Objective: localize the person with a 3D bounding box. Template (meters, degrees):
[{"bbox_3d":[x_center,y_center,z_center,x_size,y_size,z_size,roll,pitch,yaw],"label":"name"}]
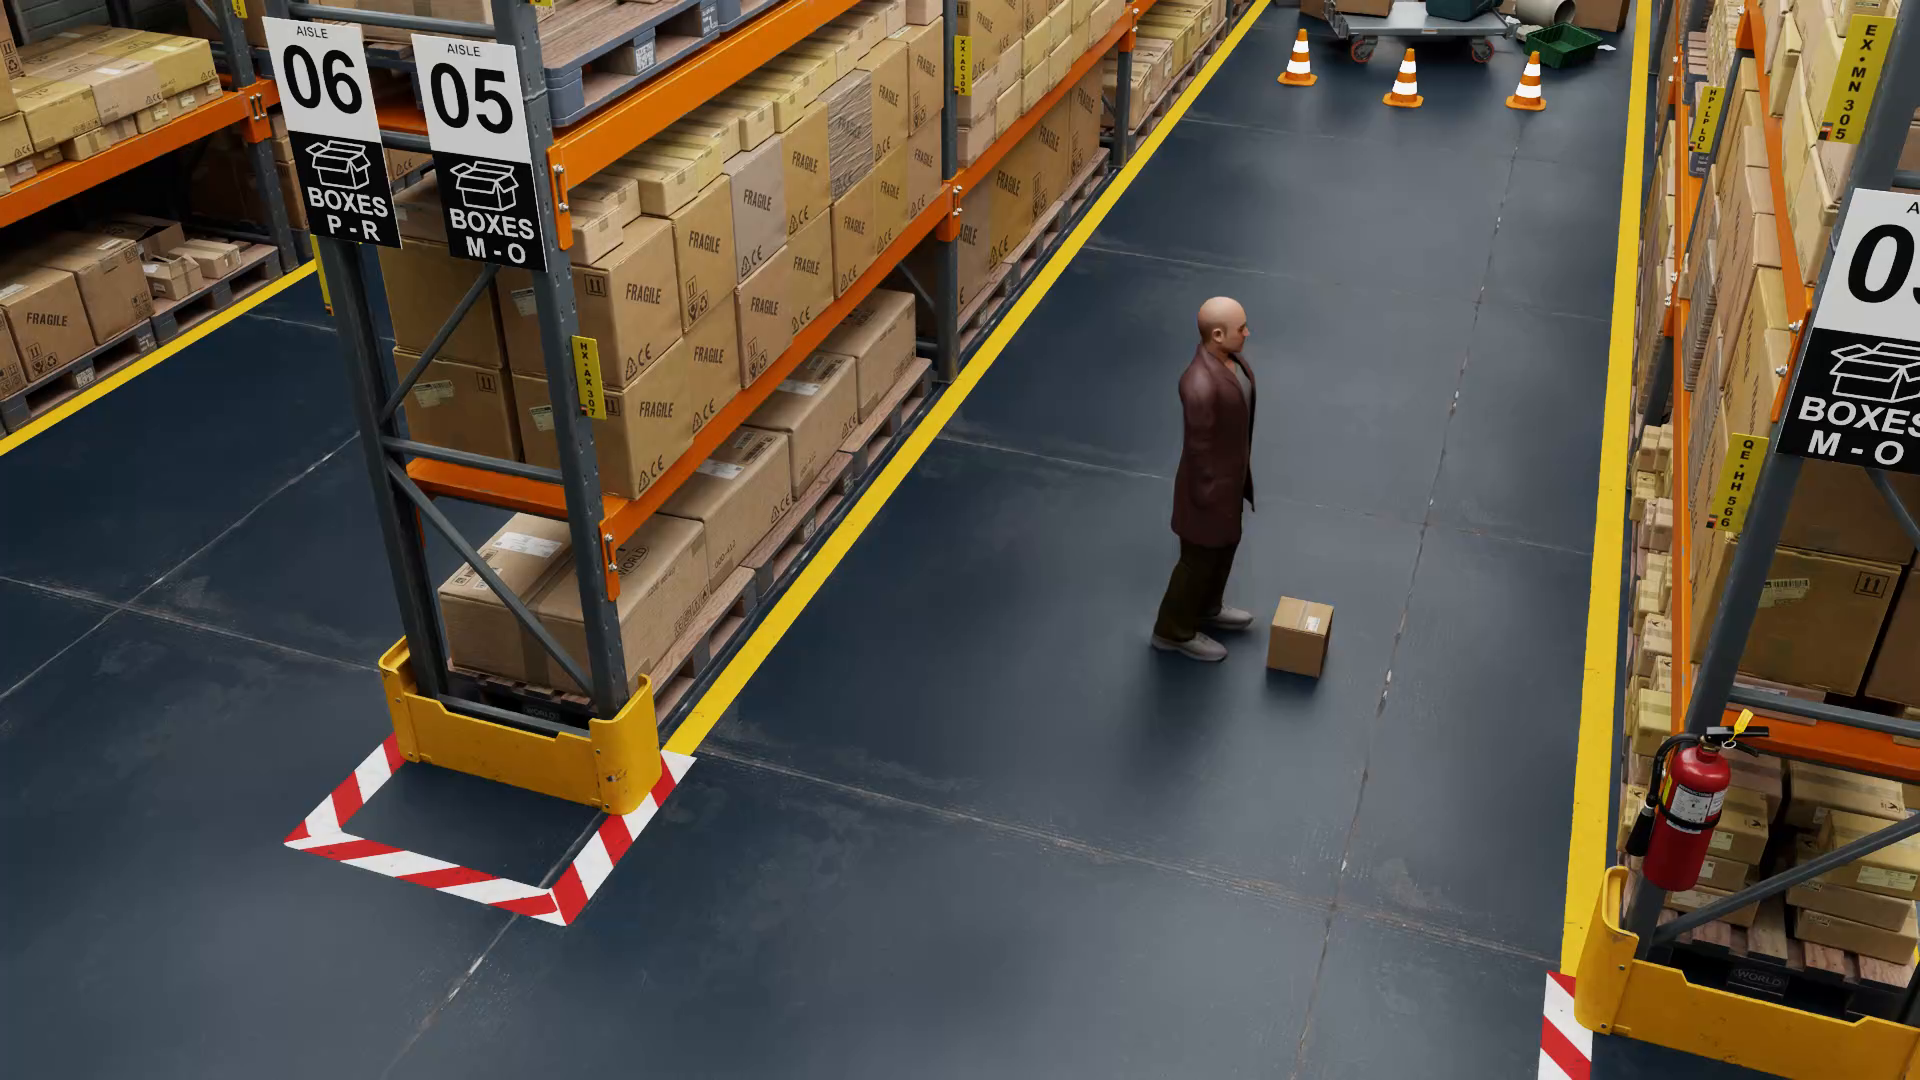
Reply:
[{"bbox_3d":[1.173,-0.279,7.591,0.436,1.777,0.562,12,35,18],"label":"person"}]
